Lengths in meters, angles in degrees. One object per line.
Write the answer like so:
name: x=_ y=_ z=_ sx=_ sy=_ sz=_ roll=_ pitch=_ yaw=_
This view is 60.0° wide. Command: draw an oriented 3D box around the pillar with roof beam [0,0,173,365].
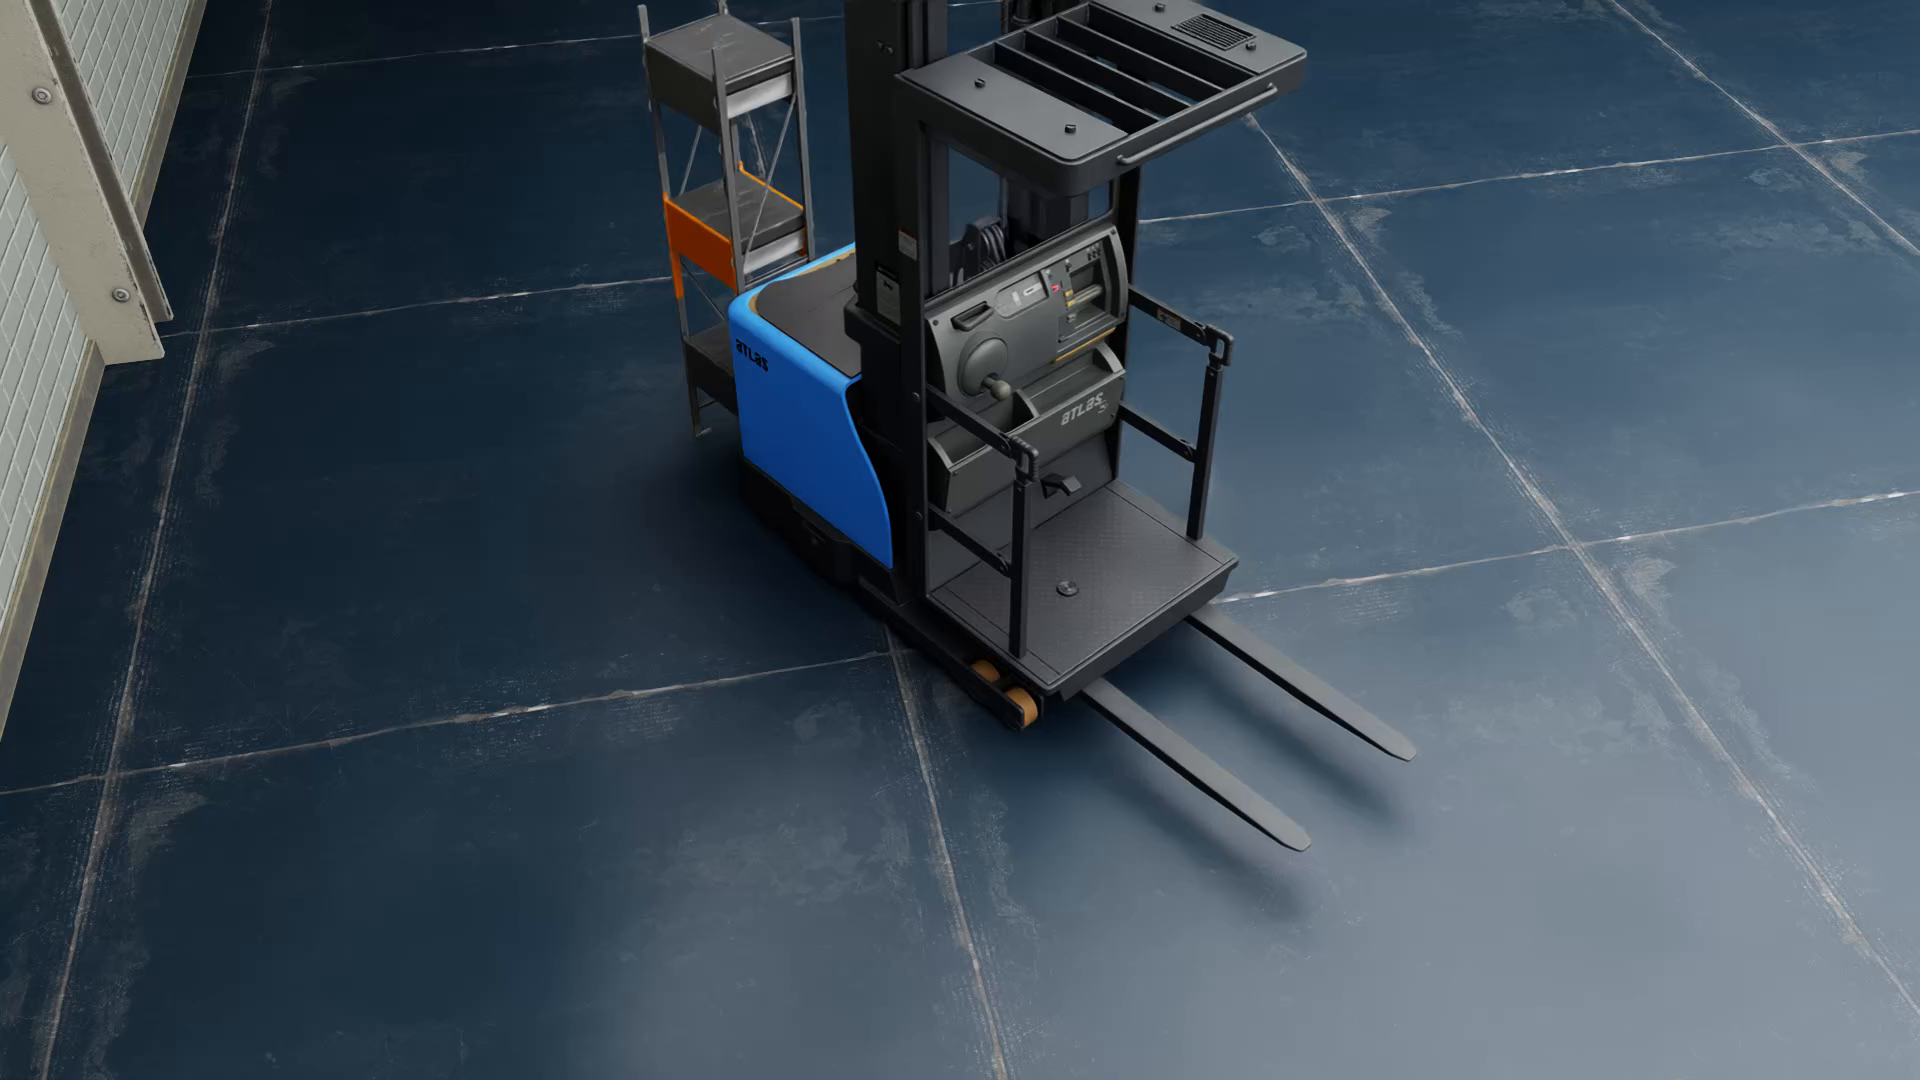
pillar with roof beam: x=0.047 y=-4.994 z=6.098 sx=9.100 sy=9.000 sz=0.400 roll=-8 pitch=42 yaw=-9

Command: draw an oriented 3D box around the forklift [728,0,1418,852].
forklift: x=0.402 y=-0.751 z=5.888 sx=1.130 sy=2.935 sz=3.031 roll=-31 pitch=50 yaw=-30

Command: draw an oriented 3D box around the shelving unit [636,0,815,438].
shelving unit: x=-0.929 y=-1.234 z=7.059 sx=0.431 sy=2.100 sz=0.503 roll=-31 pitch=50 yaw=-30

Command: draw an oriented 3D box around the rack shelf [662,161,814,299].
rack shelf: x=-0.929 y=-1.224 z=7.068 sx=0.431 sy=0.518 sz=0.480 roll=-31 pitch=50 yaw=-30

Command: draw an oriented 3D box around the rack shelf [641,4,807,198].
rack shelf: x=-0.929 y=-1.747 z=6.603 sx=0.431 sy=0.518 sz=0.480 roll=-31 pitch=50 yaw=-30

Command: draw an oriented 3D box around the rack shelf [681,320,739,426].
rack shelf: x=-0.929 y=-0.700 z=7.532 sx=0.431 sy=0.518 sz=0.480 roll=-31 pitch=50 yaw=-30

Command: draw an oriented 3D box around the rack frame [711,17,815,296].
rack frame: x=-0.765 y=-1.114 z=6.923 sx=0.400 sy=2.100 sz=0.015 roll=-31 pitch=50 yaw=-30

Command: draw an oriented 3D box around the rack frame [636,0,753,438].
rack frame: x=-1.093 y=-1.354 z=7.194 sx=0.400 sy=2.100 sz=0.015 roll=-31 pitch=50 yaw=-30
